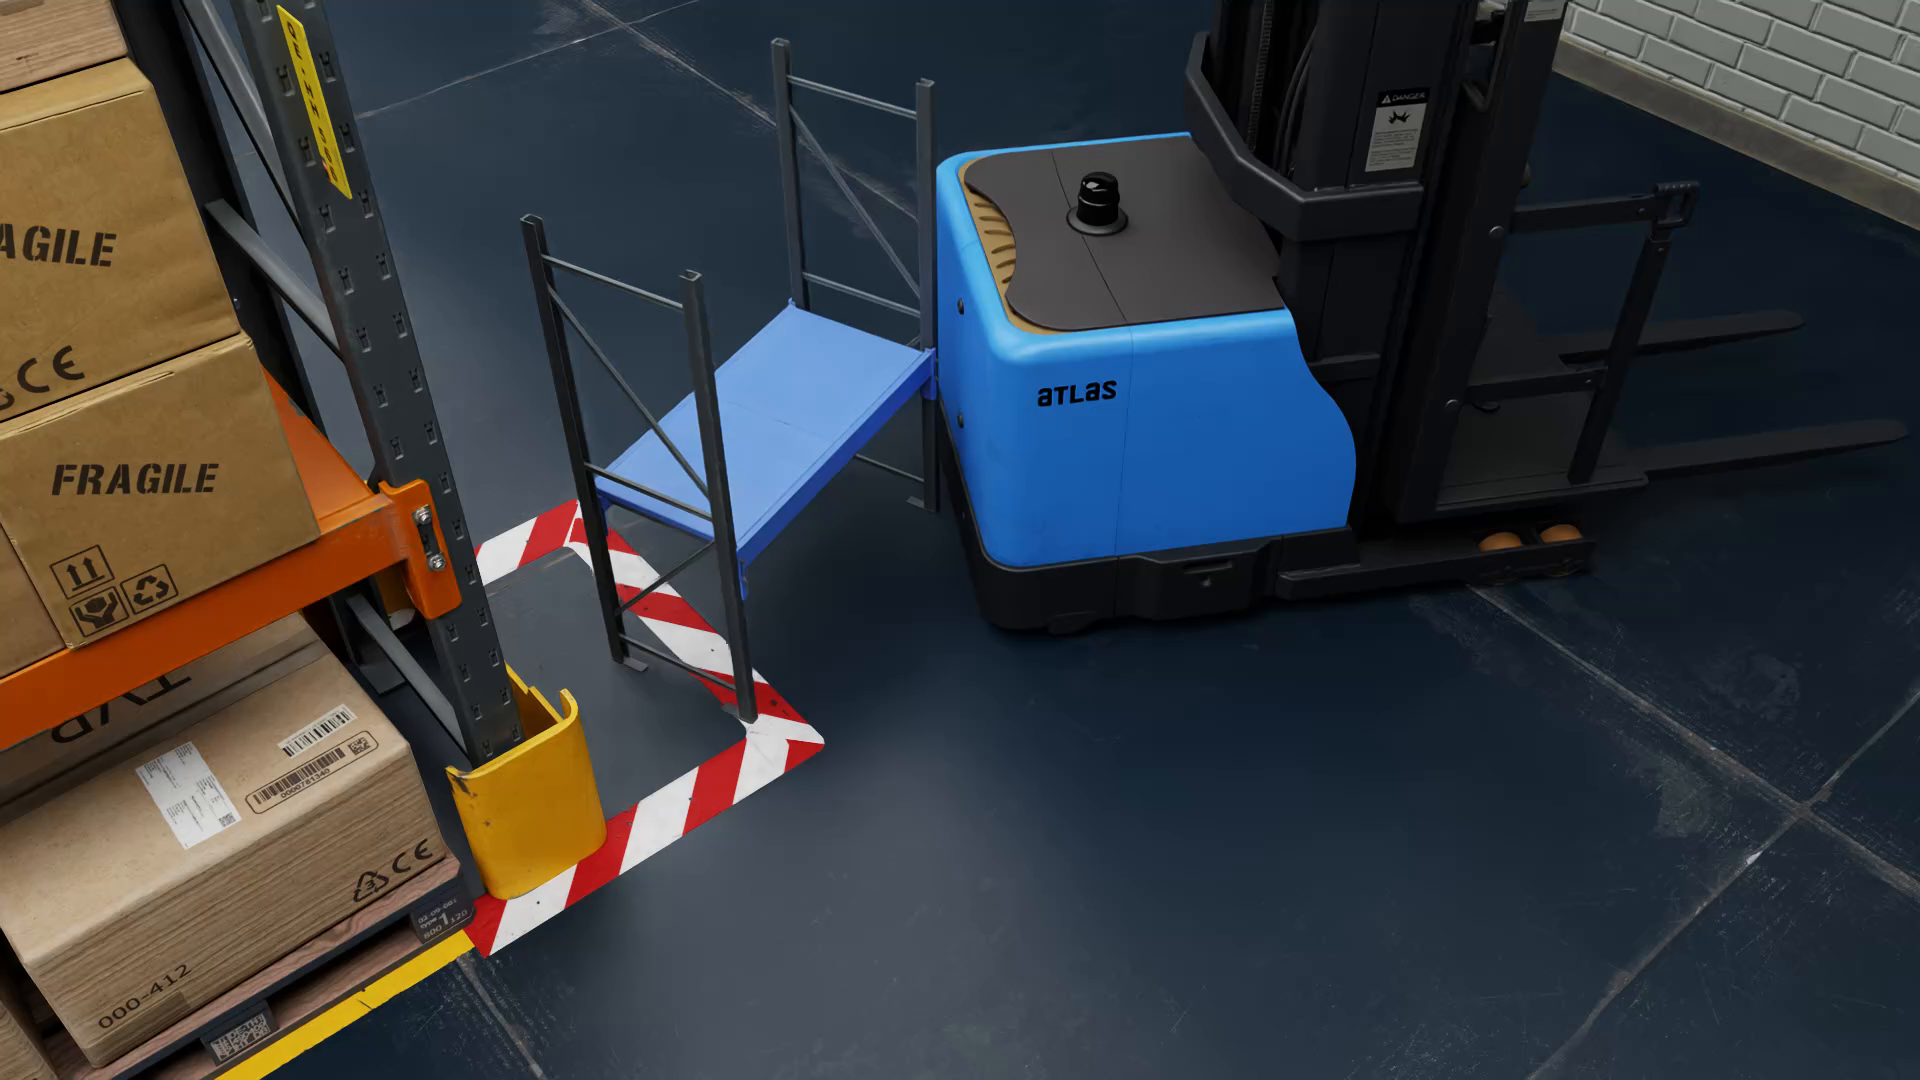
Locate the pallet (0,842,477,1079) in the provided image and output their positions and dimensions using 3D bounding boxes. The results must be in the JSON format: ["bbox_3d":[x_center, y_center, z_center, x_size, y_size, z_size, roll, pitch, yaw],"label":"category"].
[{"bbox_3d":[-1.998,0.886,4.152,1.213,0.211,1.003,-30,51,-28],"label":"pallet"}]

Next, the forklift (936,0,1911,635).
[{"bbox_3d":[1.475,-1.281,4.473,3.031,2.935,1.130,-7,44,-8],"label":"forklift"}]

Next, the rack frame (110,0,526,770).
[{"bbox_3d":[-1.435,-0.523,3.615,0.127,3.000,1.000,-30,51,-28],"label":"rack frame"}]

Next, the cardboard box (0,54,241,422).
[{"bbox_3d":[-1.652,-0.587,2.880,0.500,0.500,0.500,-28,50,-27],"label":"cardboard box"}]

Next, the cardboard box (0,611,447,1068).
[{"bbox_3d":[-1.877,0.601,3.984,0.875,0.438,0.875,-32,52,-29],"label":"cardboard box"}]

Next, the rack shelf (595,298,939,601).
[{"bbox_3d":[-0.542,-0.289,4.725,0.538,0.185,1.000,22,47,21],"label":"rack shelf"}]

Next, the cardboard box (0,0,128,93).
[{"bbox_3d":[-1.582,-0.897,2.737,0.250,0.149,0.380,-29,50,-27],"label":"cardboard box"}]

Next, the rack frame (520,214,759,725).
[{"bbox_3d":[-0.796,-0.119,4.281,0.500,1.500,0.032,22,47,21],"label":"rack frame"}]

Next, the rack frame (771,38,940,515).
[{"bbox_3d":[-0.287,-0.722,4.923,0.500,1.500,0.032,22,47,21],"label":"rack frame"}]

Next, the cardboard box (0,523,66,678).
[{"bbox_3d":[-2.030,0.004,2.981,0.500,0.500,0.500,-31,51,-29],"label":"cardboard box"}]

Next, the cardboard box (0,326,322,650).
[{"bbox_3d":[-1.635,-0.208,3.208,0.500,0.500,0.500,-30,51,-28],"label":"cardboard box"}]

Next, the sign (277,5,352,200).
[{"bbox_3d":[-1.097,-0.740,2.828,0.005,0.325,0.100,-30,51,-28],"label":"sign"}]

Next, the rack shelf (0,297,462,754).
[{"bbox_3d":[-2.969,0.618,2.926,4.000,0.370,1.077,-30,51,-28],"label":"rack shelf"}]

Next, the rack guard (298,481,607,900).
[{"bbox_3d":[-1.416,0.378,4.482,0.348,0.500,1.175,-30,51,-28],"label":"rack guard"}]

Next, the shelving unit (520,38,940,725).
[{"bbox_3d":[-0.542,-0.420,4.602,0.538,1.500,1.048,22,47,21],"label":"shelving unit"}]
